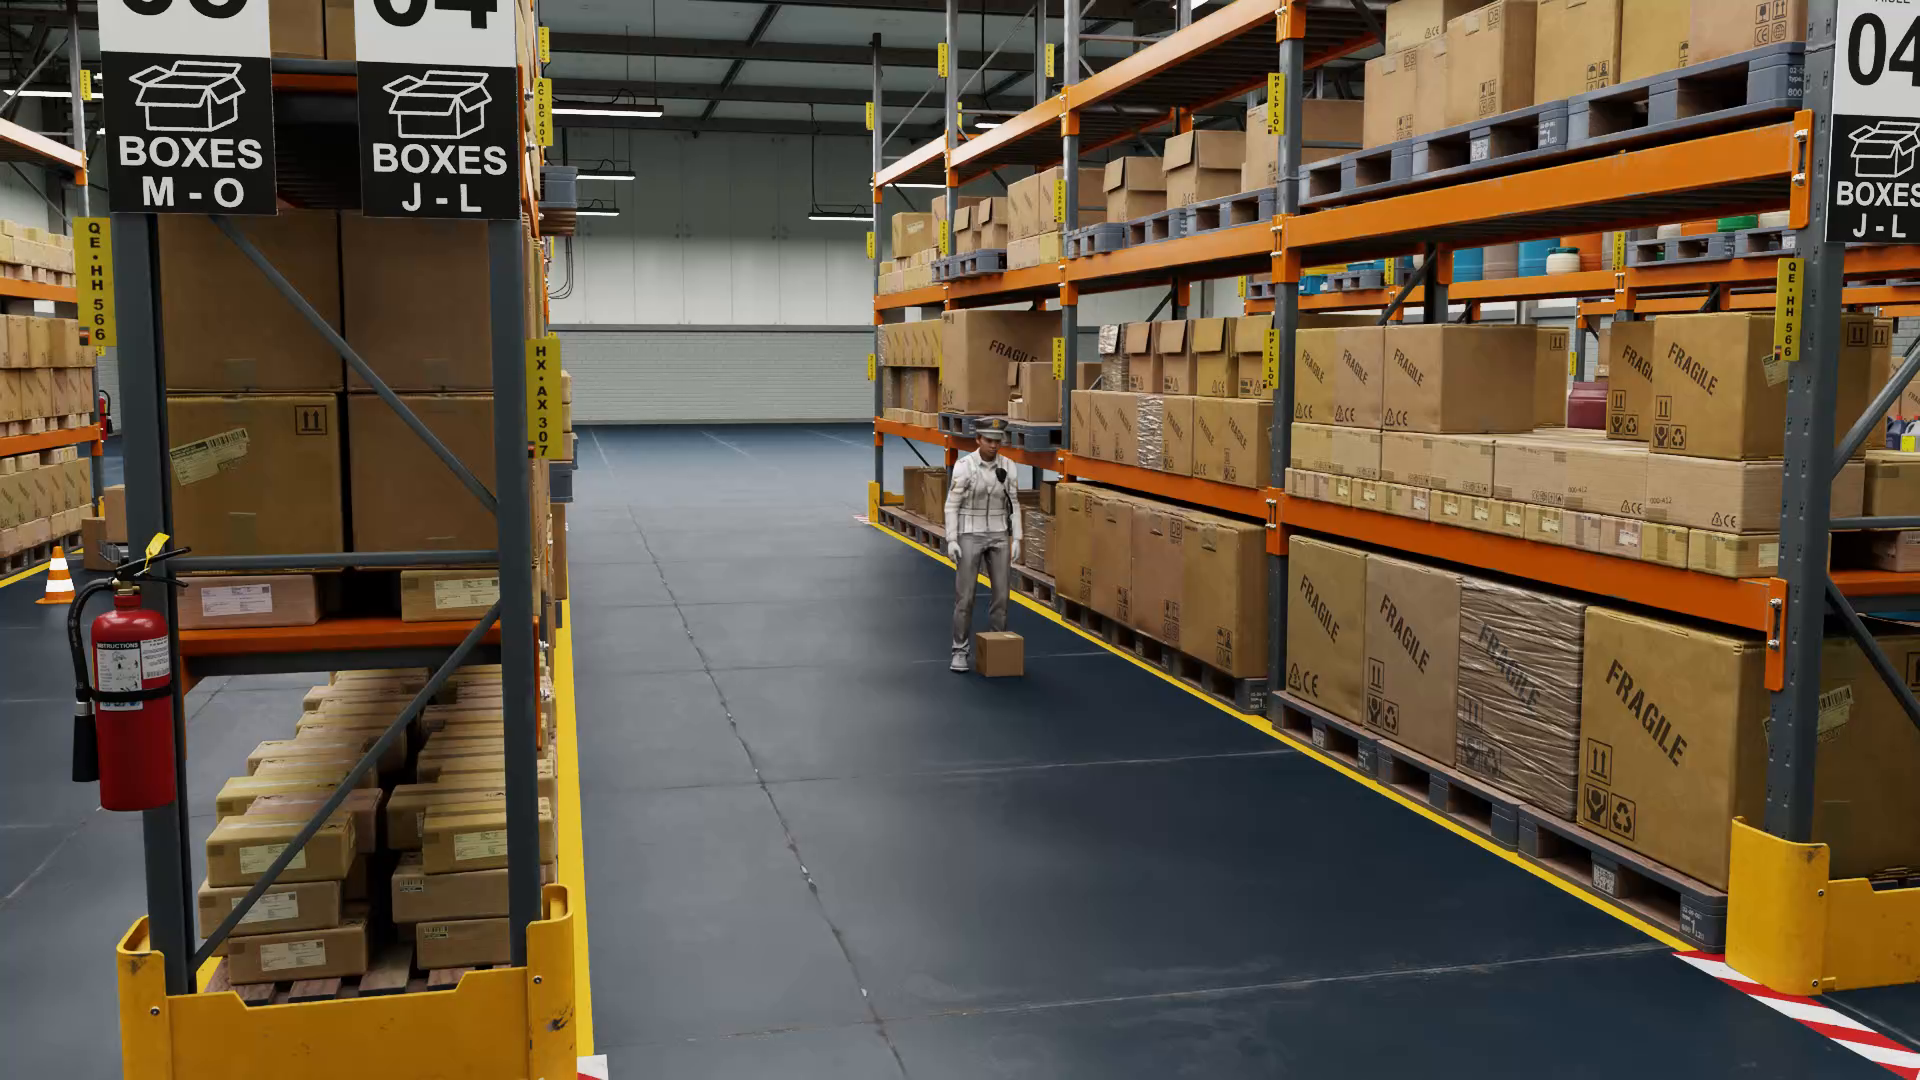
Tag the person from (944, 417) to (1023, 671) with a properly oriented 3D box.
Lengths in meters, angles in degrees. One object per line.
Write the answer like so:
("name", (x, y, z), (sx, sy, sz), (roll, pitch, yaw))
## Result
("person", (0.161, 0.019, 10.998), (0.527, 1.663, 0.376), (-2, 6, -15))
